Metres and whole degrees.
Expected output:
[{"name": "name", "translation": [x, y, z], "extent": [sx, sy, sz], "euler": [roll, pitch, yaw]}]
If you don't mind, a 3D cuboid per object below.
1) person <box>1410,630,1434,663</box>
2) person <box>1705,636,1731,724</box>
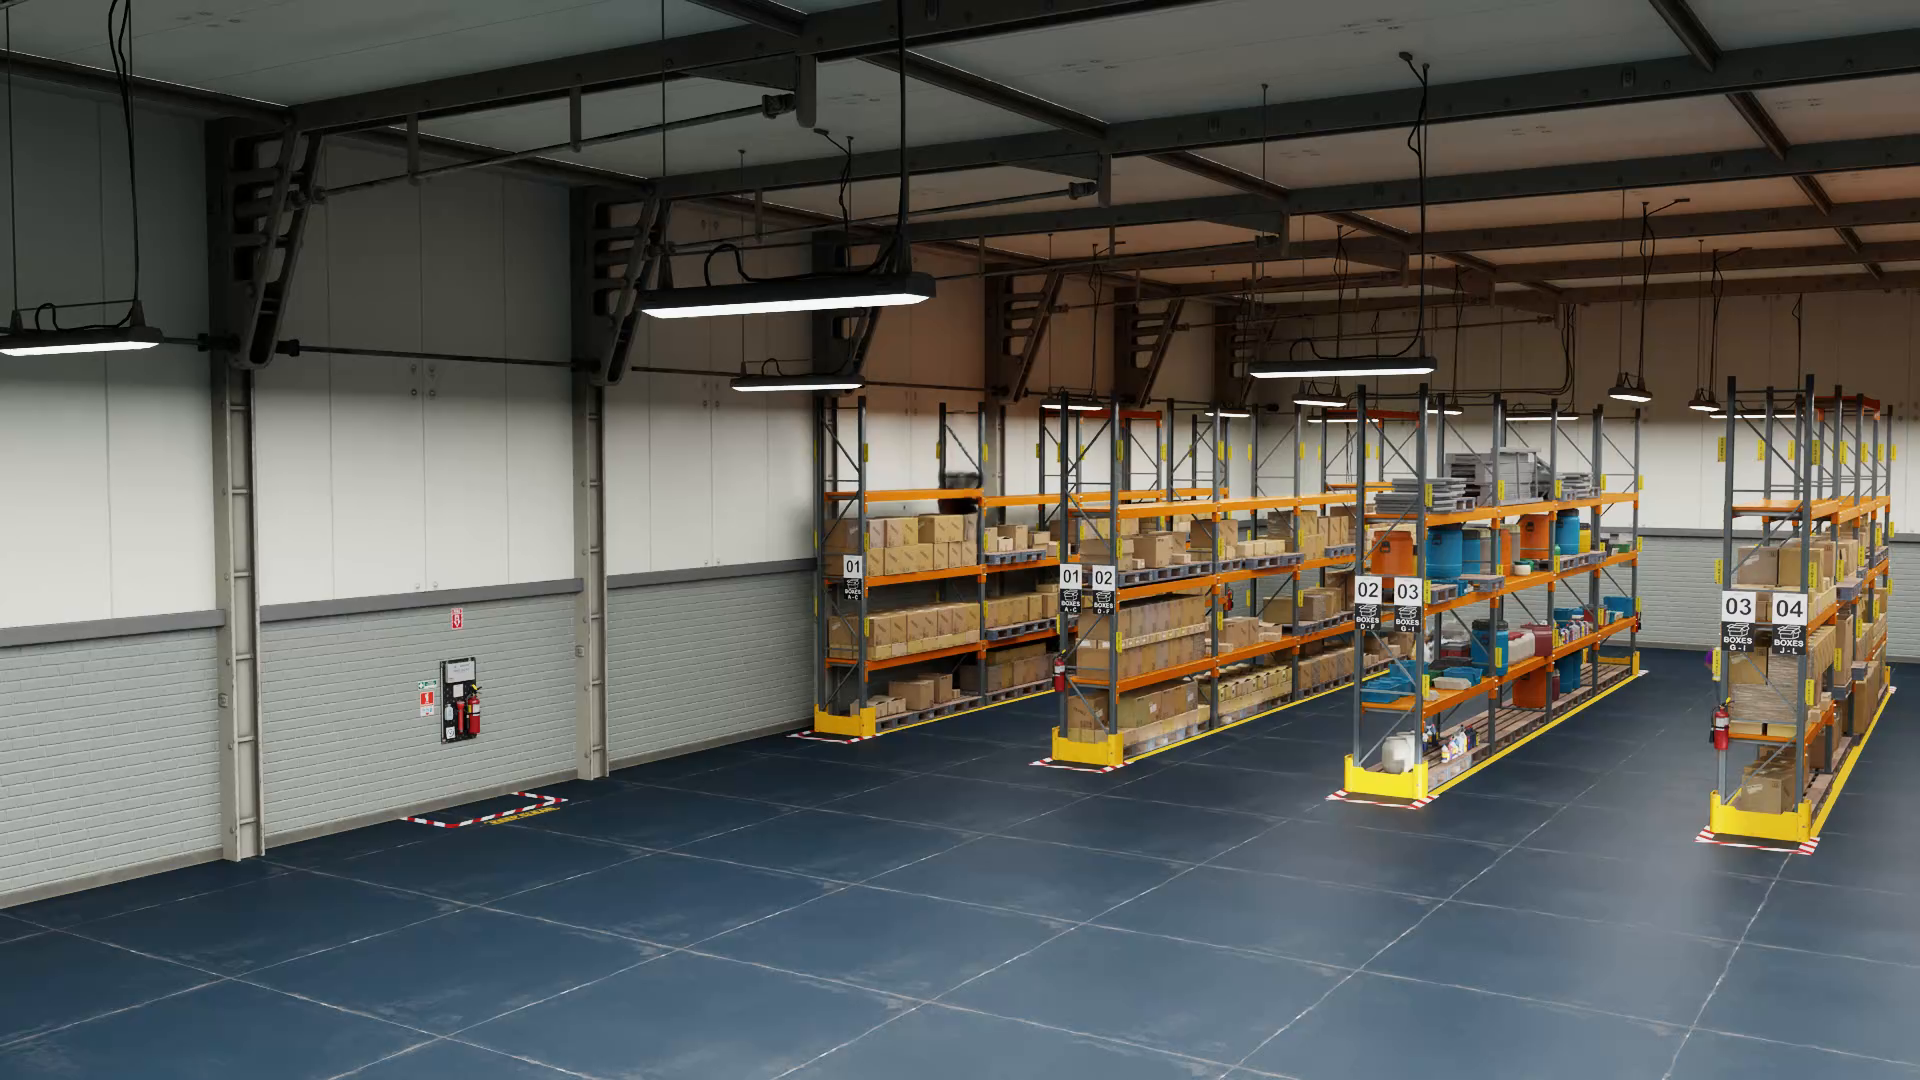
[{"name": "person", "translation": [8.894, 2.533, 31.744], "extent": [0.607, 1.655, 0.769], "euler": [2, 3, 29]}, {"name": "person", "translation": [13.705, 2.545, 29.814], "extent": [0.640, 1.796, 0.890], "euler": [2, 4, 34]}]
